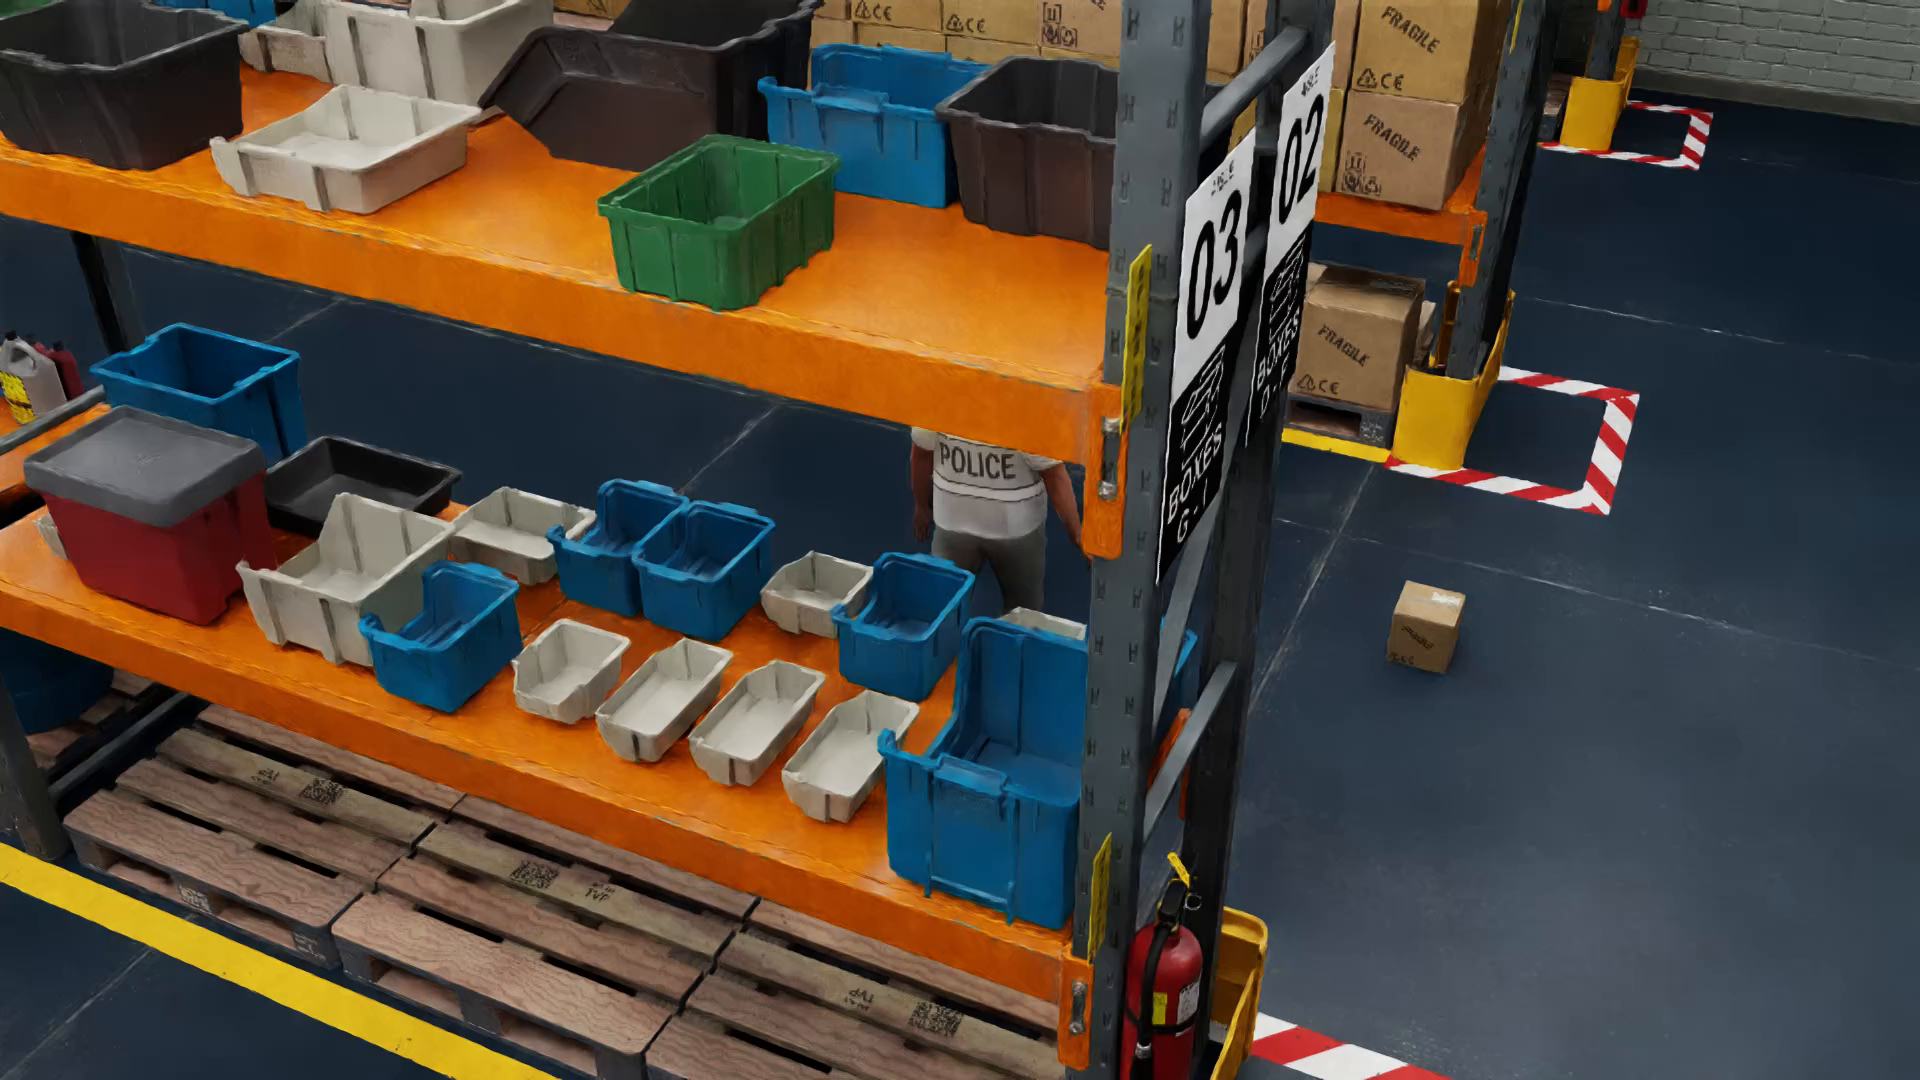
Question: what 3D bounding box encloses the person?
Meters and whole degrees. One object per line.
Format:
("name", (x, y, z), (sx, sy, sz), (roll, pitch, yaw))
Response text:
("person", (0.147, -0.098, 6.263), (0.762, 1.748, 0.640), (10, 35, 14))
